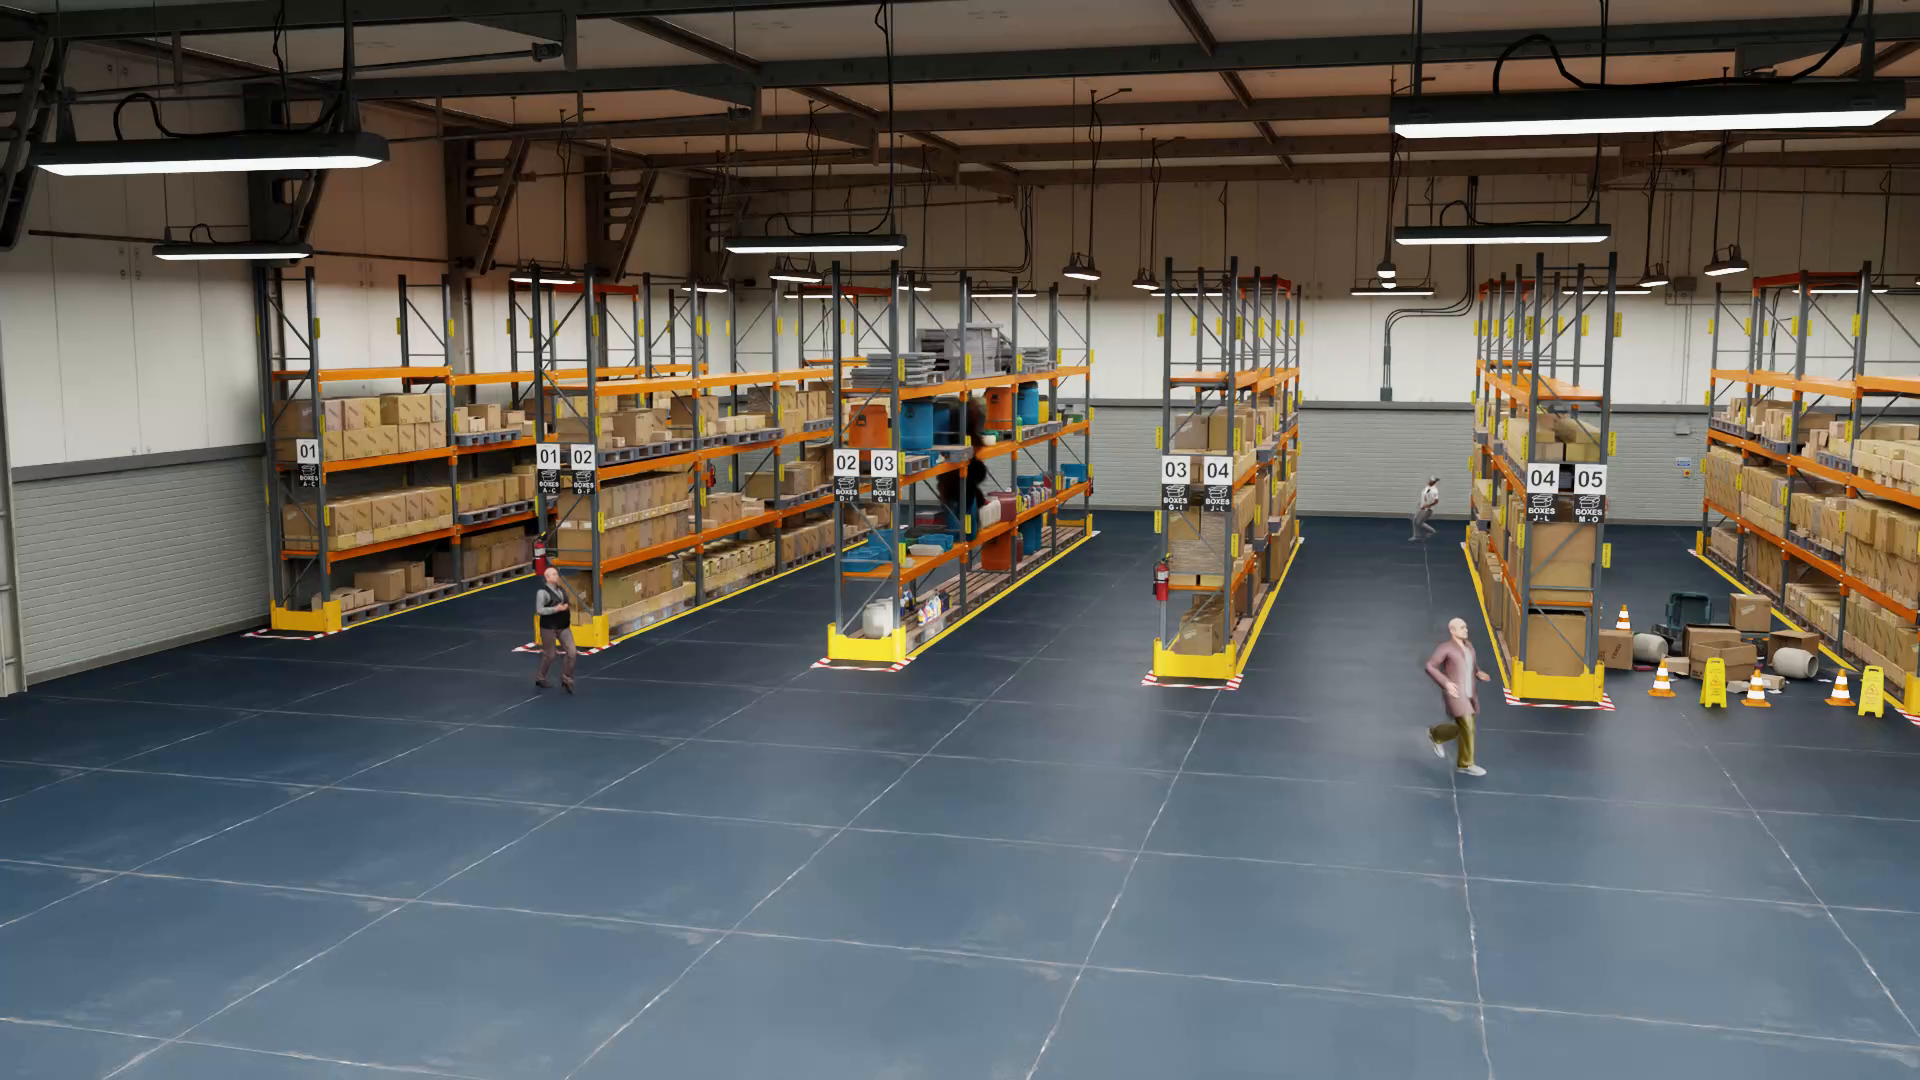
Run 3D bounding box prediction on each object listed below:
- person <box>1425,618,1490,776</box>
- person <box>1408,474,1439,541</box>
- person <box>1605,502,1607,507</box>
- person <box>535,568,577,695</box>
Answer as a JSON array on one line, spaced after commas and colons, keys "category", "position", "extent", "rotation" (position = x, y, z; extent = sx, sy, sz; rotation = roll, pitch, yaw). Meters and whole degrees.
[{"category": "person", "position": [5.622, 1.762, 18.861], "extent": [0.720, 1.727, 0.897], "rotation": [-5, 9, -37]}, {"category": "person", "position": [10.968, -0.742, 39.208], "extent": [0.588, 1.603, 0.682], "rotation": [0, 7, -4]}, {"category": "person", "position": [13.531, -0.460, 35.855], "extent": [0.662, 1.770, 0.949], "rotation": [0, 7, 1]}, {"category": "person", "position": [-5.563, 1.260, 22.854], "extent": [0.734, 1.777, 0.639], "rotation": [5, 9, 36]}]
